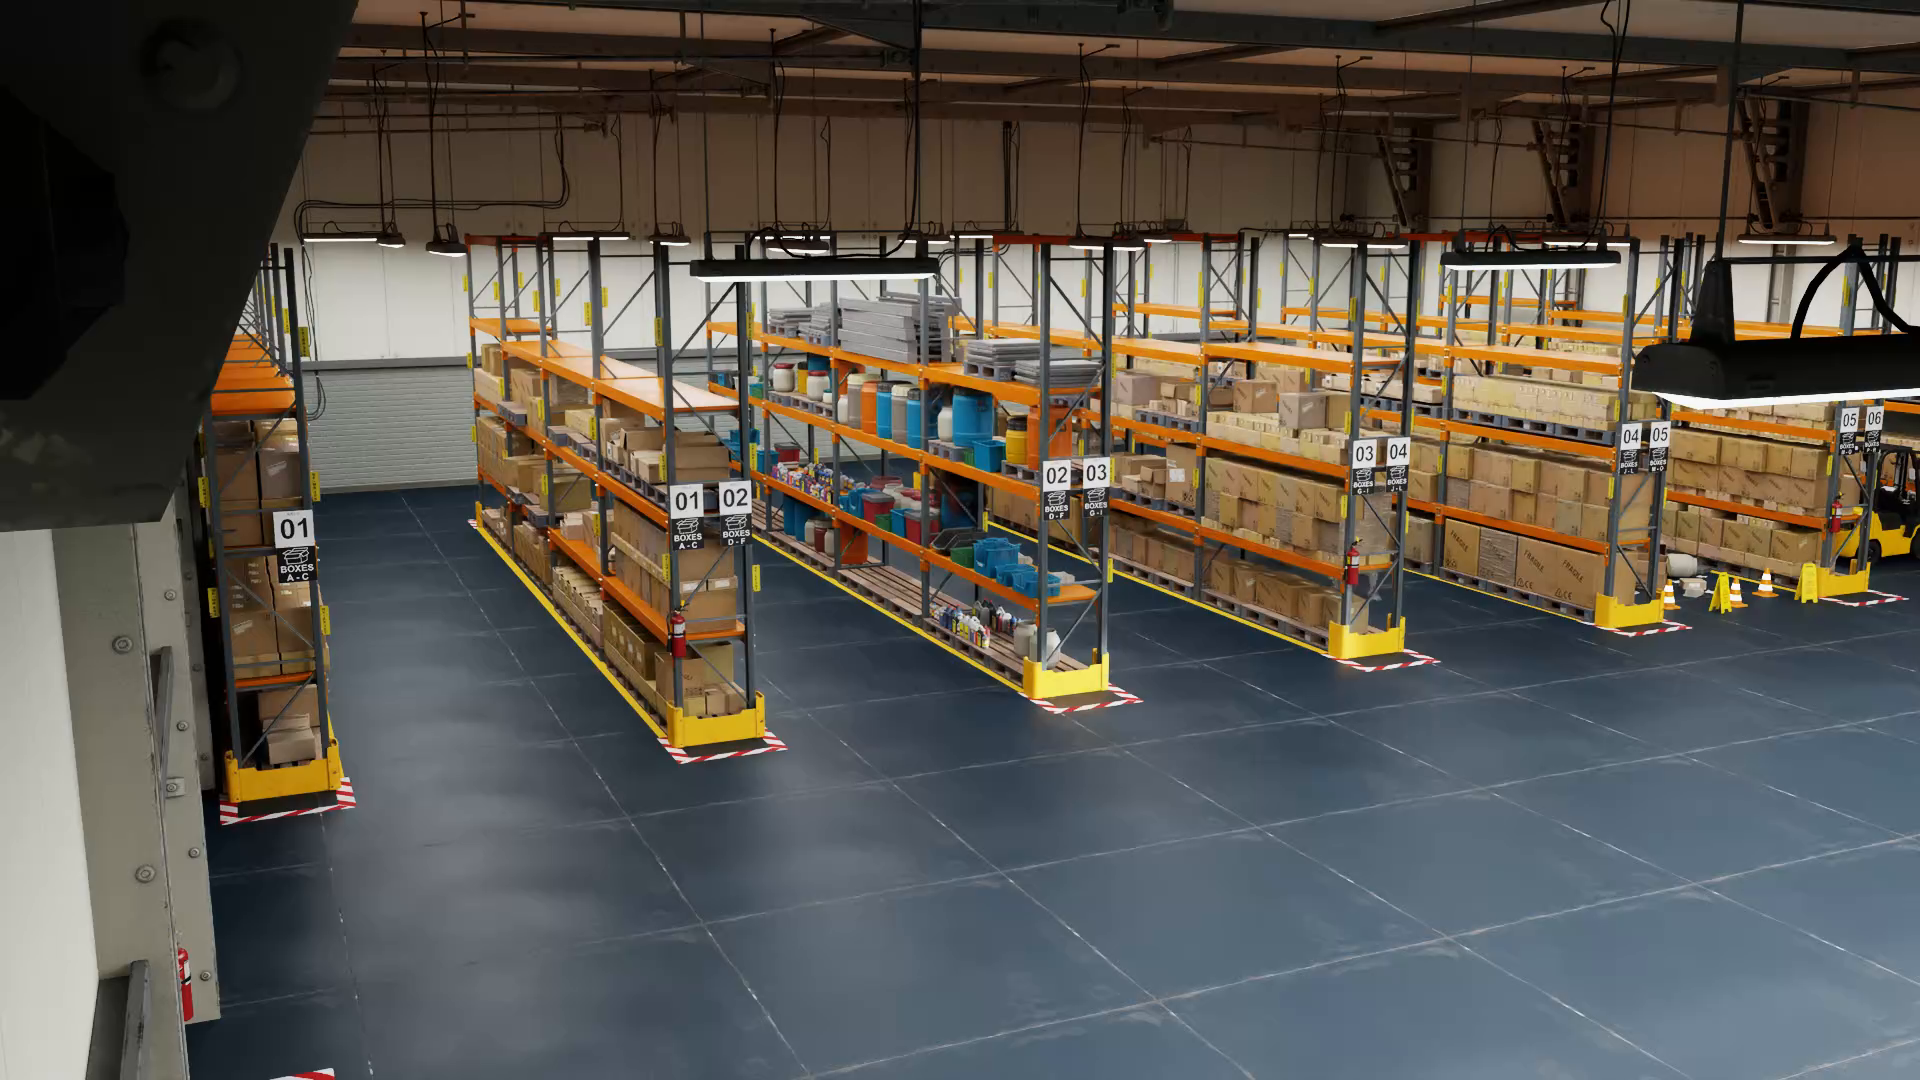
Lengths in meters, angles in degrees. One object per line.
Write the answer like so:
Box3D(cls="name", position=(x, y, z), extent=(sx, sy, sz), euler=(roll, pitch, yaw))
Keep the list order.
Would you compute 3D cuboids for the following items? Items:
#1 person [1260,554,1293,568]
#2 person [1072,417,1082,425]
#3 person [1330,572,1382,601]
Box3D(cls="person", position=(5.851, -0.431, 30.727), extent=(0.684, 1.772, 0.969), euler=(-9, 14, -38))
Box3D(cls="person", position=(2.861, -2.319, 40.663), extent=(0.735, 1.687, 0.592), euler=(3, 11, 17))
Box3D(cls="person", position=(6.737, 0.188, 28.088), extent=(0.979, 1.627, 0.655), euler=(8, 14, 37))
